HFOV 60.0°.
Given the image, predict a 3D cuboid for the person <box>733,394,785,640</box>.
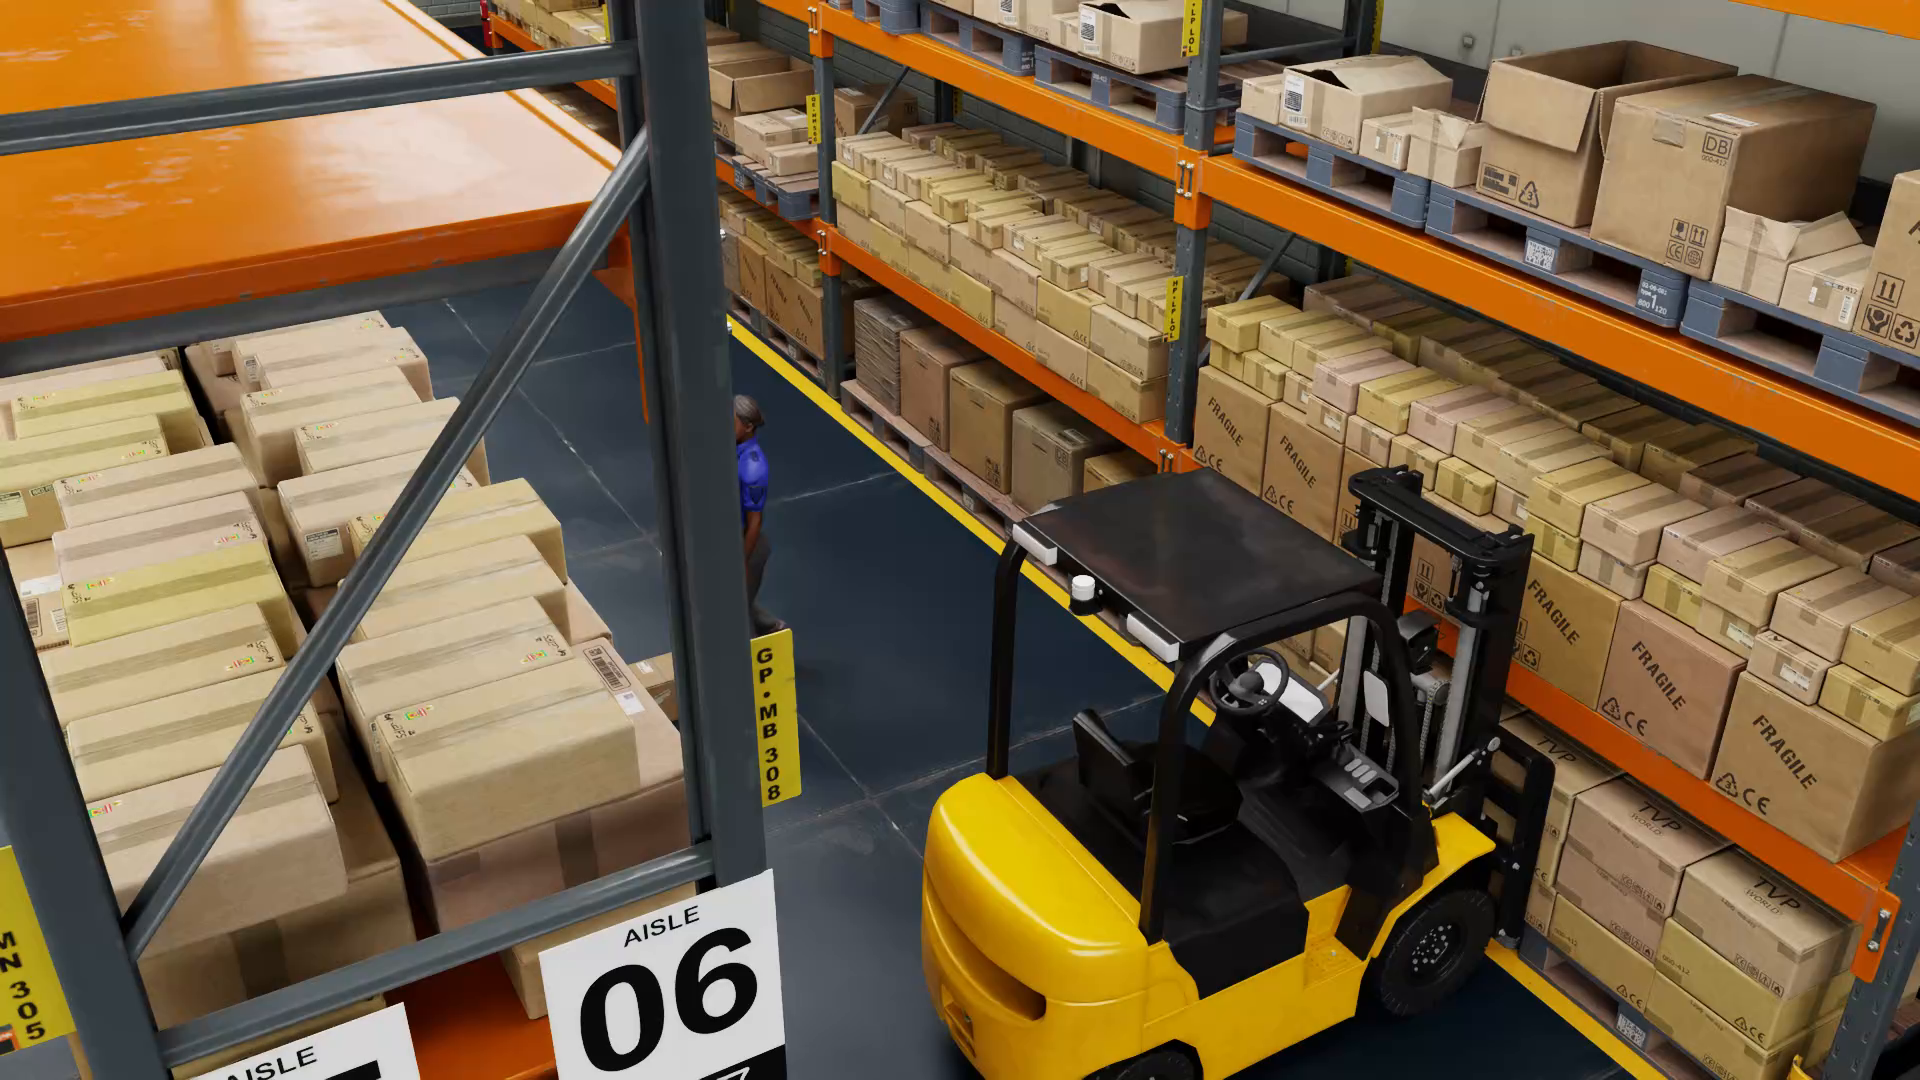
[{"bbox_3d":[-1.154,0.030,8.459,0.551,1.655,0.490,-11,31,-19],"label":"person"}]
